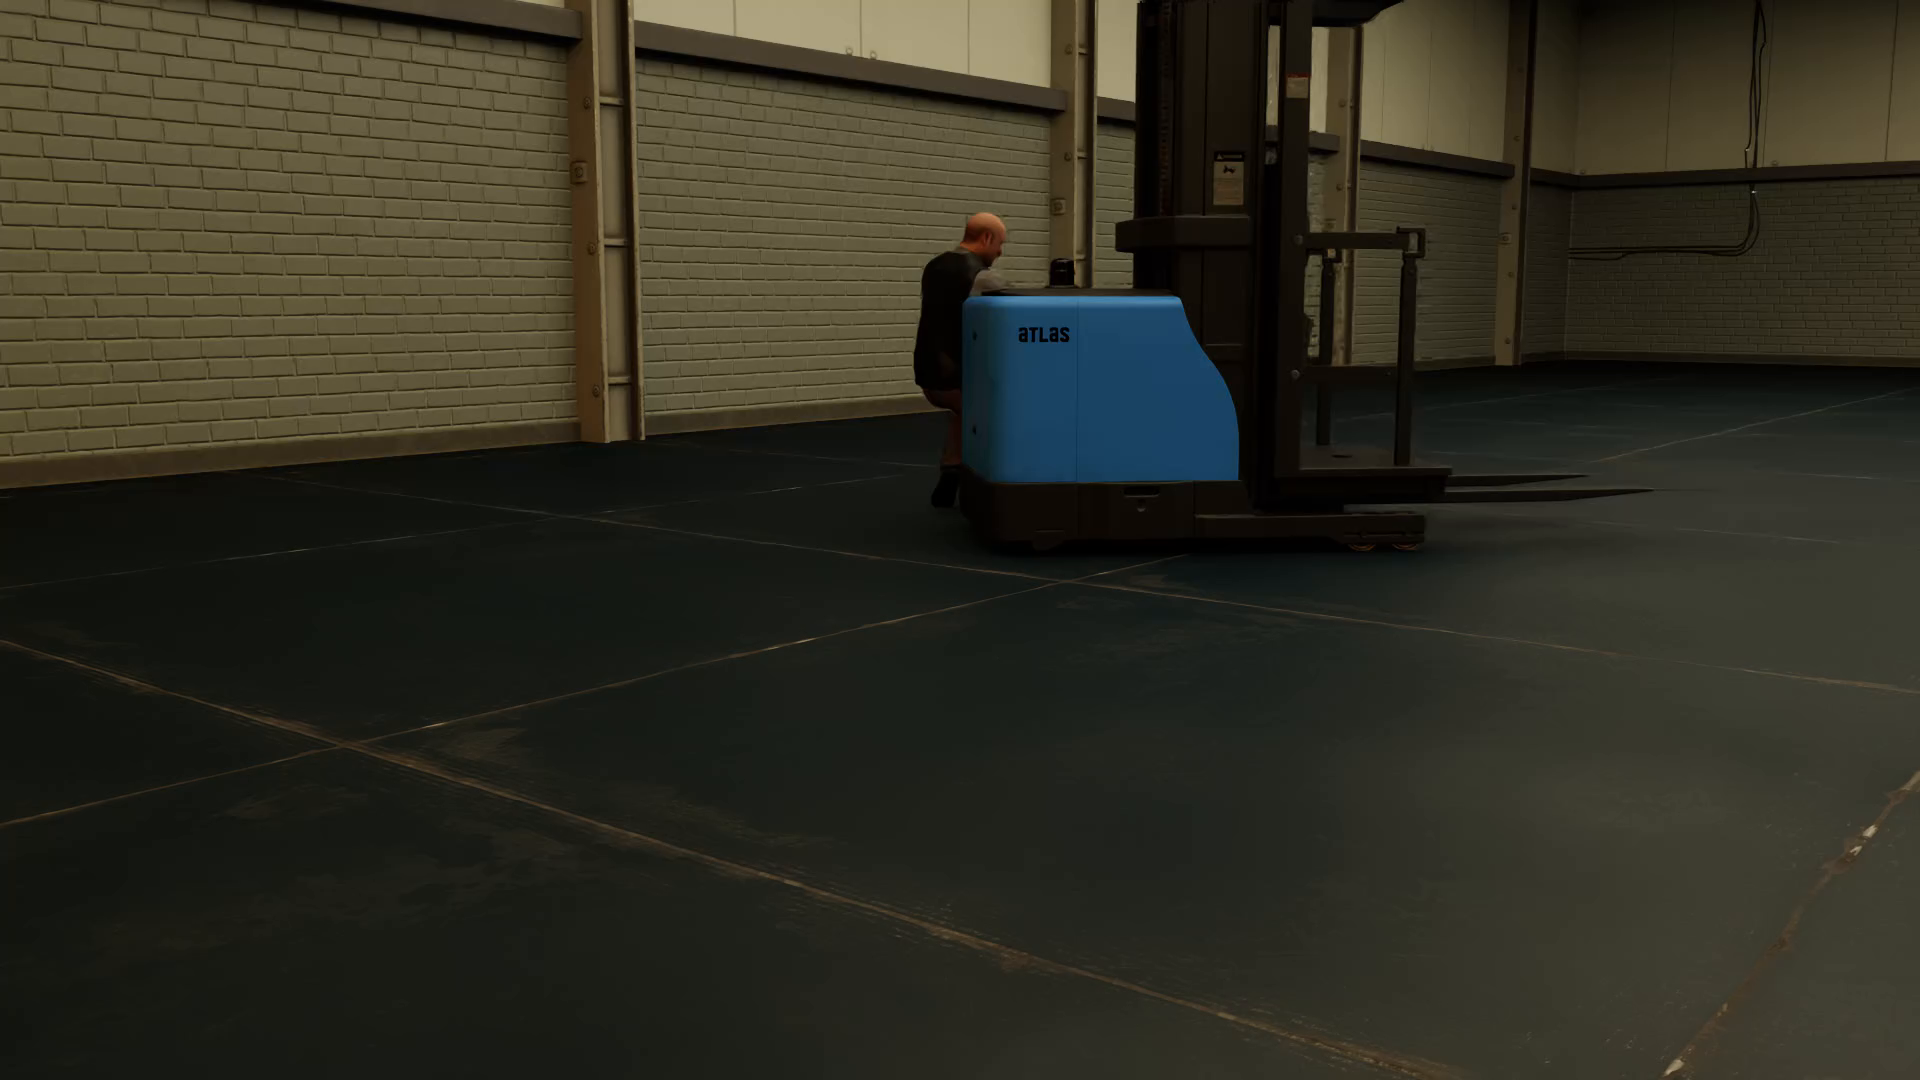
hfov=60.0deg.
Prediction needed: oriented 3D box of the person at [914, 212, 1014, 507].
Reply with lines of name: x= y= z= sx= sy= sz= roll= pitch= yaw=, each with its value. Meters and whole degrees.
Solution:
person: x=0.164 y=-0.848 z=8.193 sx=0.759 sy=1.498 sz=0.992 roll=-5 pitch=10 yaw=-30

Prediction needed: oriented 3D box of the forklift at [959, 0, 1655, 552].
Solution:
forklift: x=1.553 y=-1.475 z=7.362 sx=3.031 sy=2.935 sz=1.130 roll=-1 pitch=8 yaw=-7
